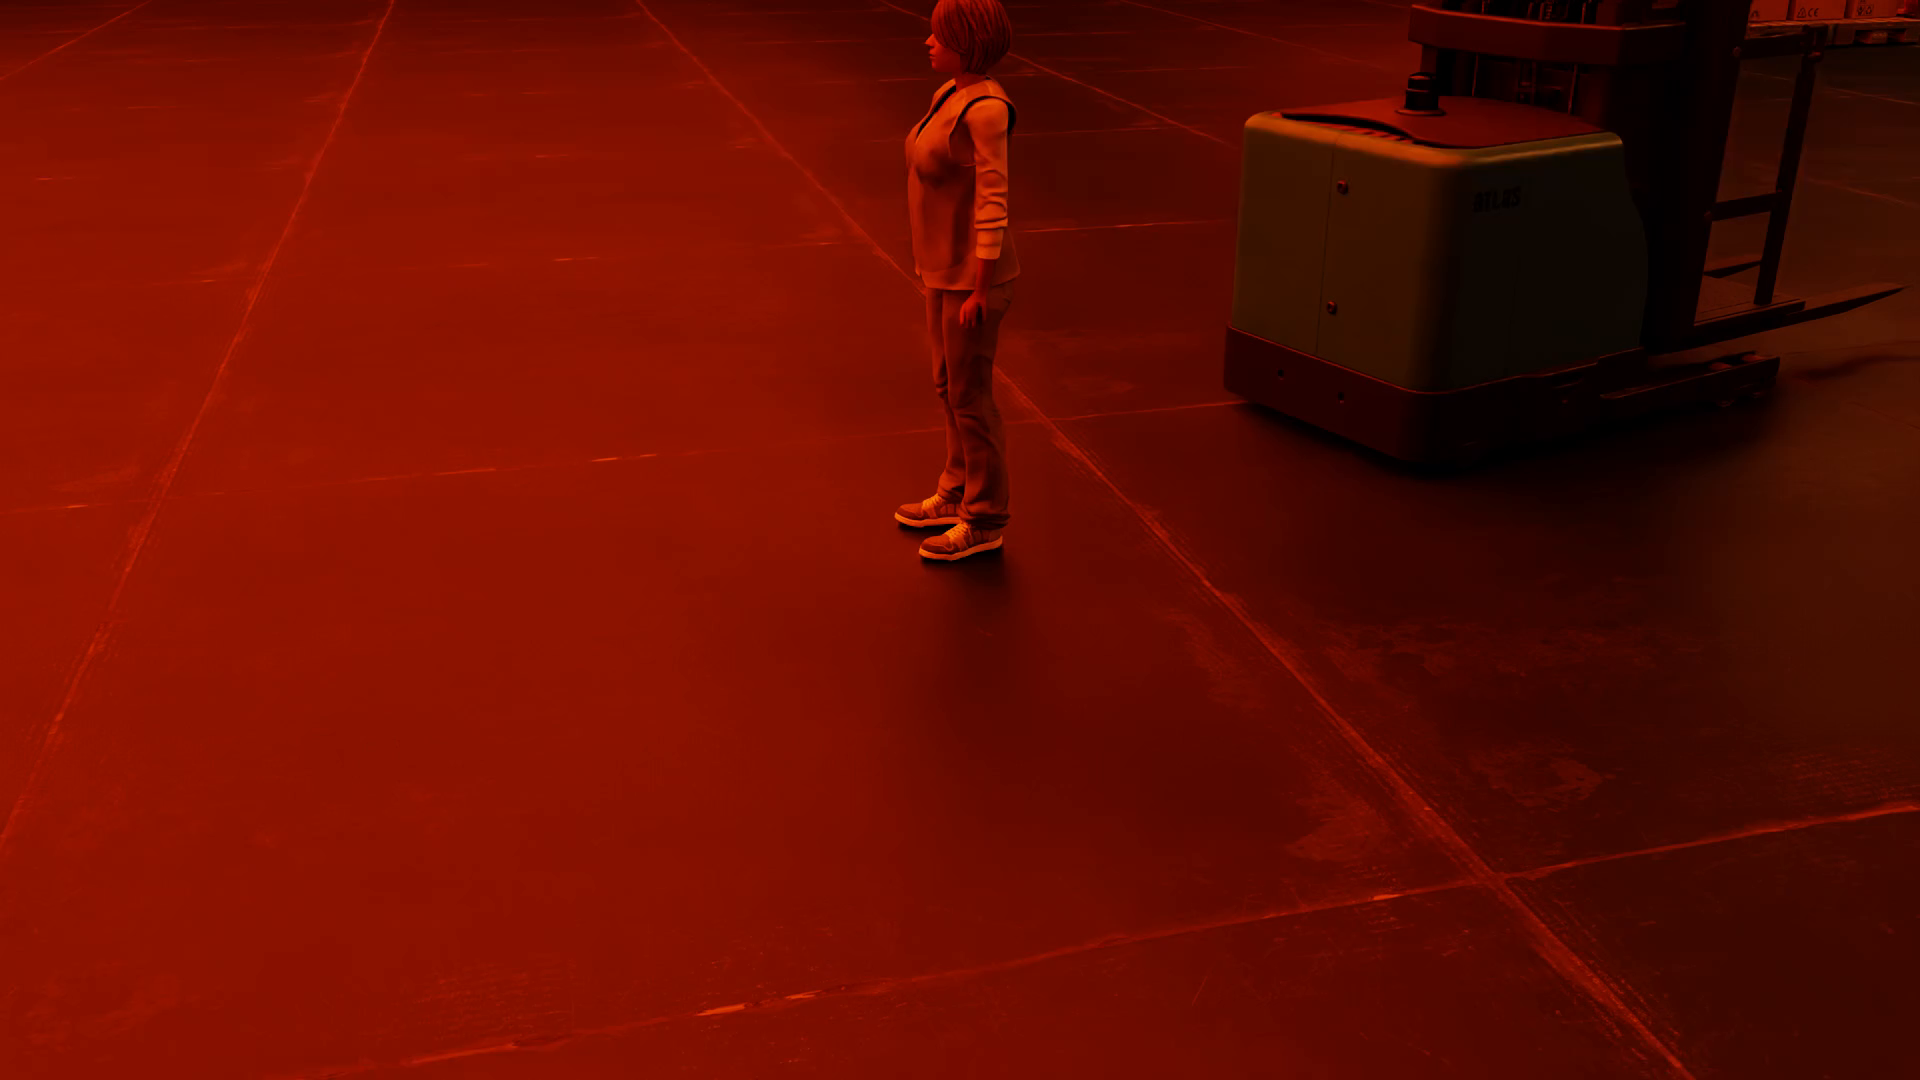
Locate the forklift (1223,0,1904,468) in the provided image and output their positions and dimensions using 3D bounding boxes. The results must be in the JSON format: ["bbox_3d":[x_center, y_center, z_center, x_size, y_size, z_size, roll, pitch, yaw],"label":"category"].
[{"bbox_3d":[2.505,-2.006,6.023,3.031,2.935,1.130,-14,27,-29],"label":"forklift"}]

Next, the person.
[{"bbox_3d":[0.000,-0.734,4.737,0.327,1.602,0.409,-6,24,-14],"label":"person"}]
